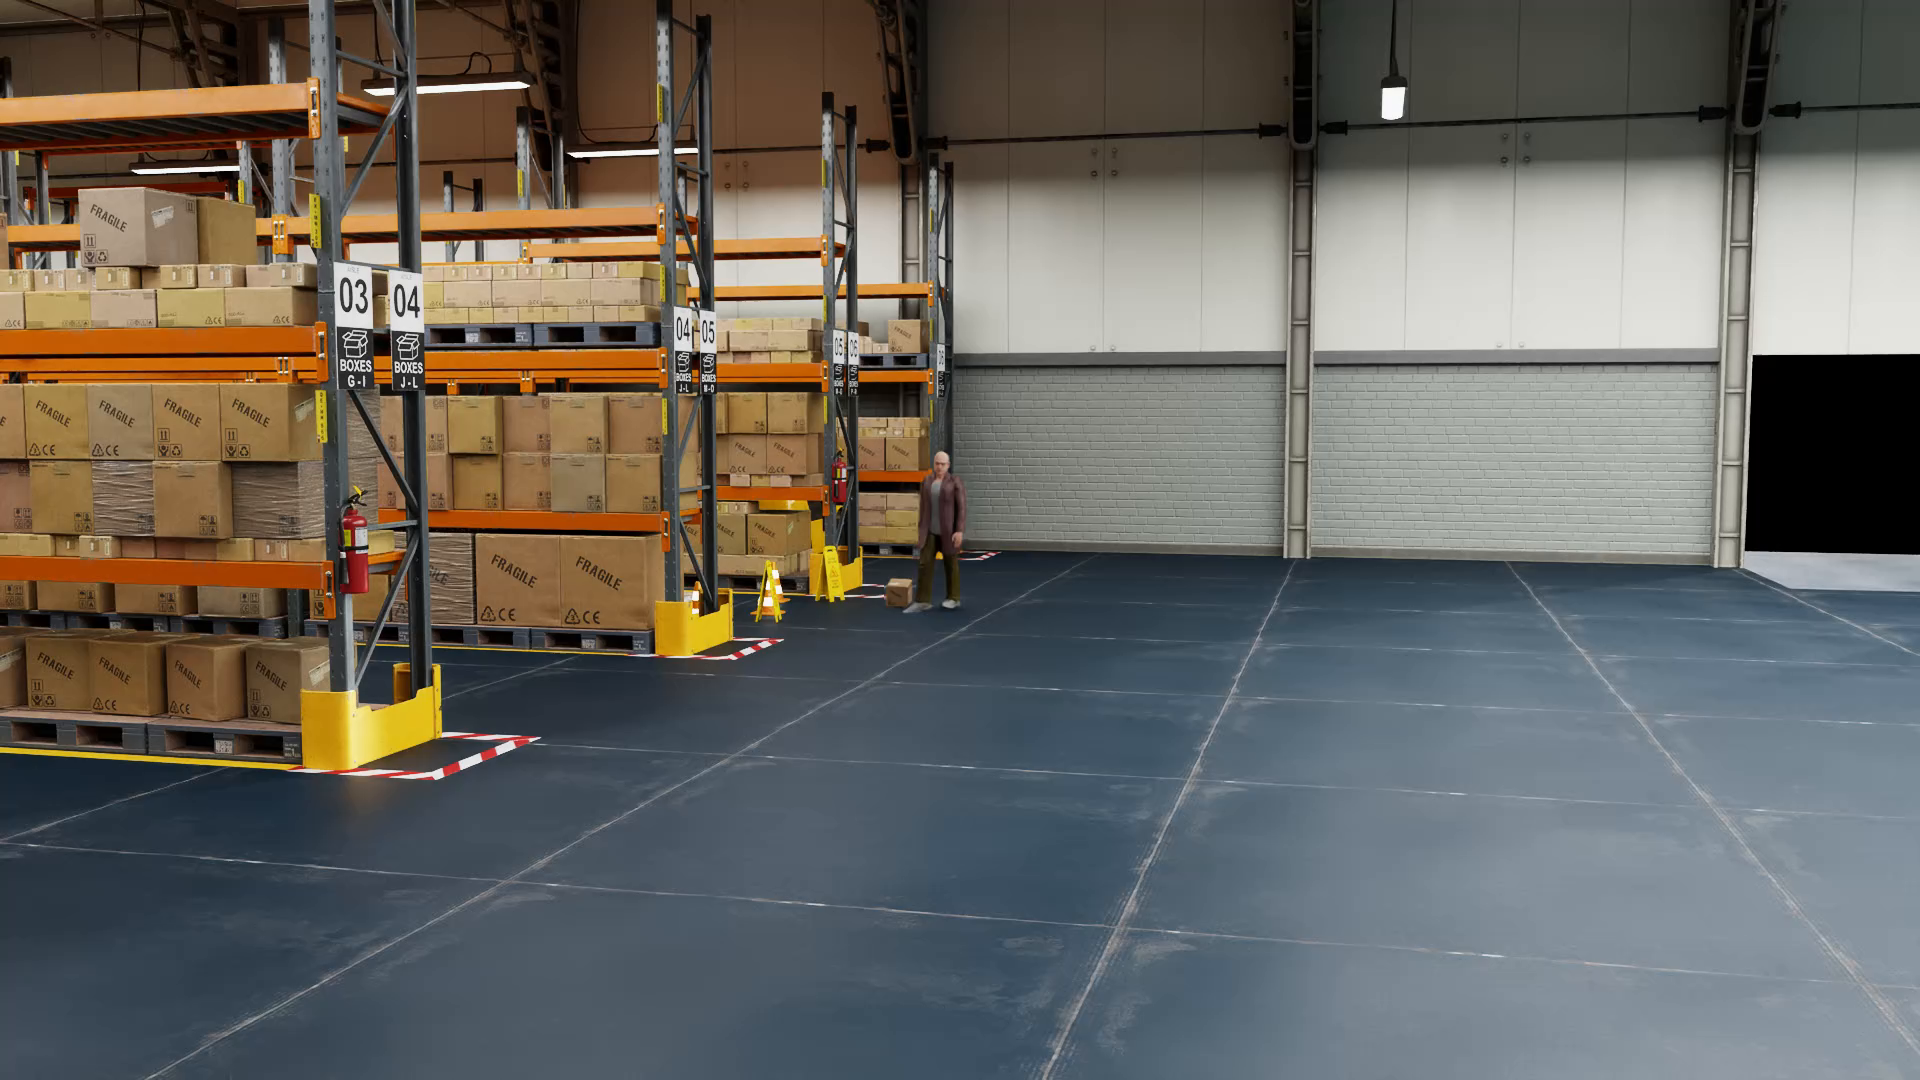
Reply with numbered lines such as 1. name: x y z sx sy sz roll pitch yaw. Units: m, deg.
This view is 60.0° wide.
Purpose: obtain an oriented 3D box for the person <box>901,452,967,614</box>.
1. person: -0.221 -0.071 18.472 0.672 1.820 0.676 2 5 23
